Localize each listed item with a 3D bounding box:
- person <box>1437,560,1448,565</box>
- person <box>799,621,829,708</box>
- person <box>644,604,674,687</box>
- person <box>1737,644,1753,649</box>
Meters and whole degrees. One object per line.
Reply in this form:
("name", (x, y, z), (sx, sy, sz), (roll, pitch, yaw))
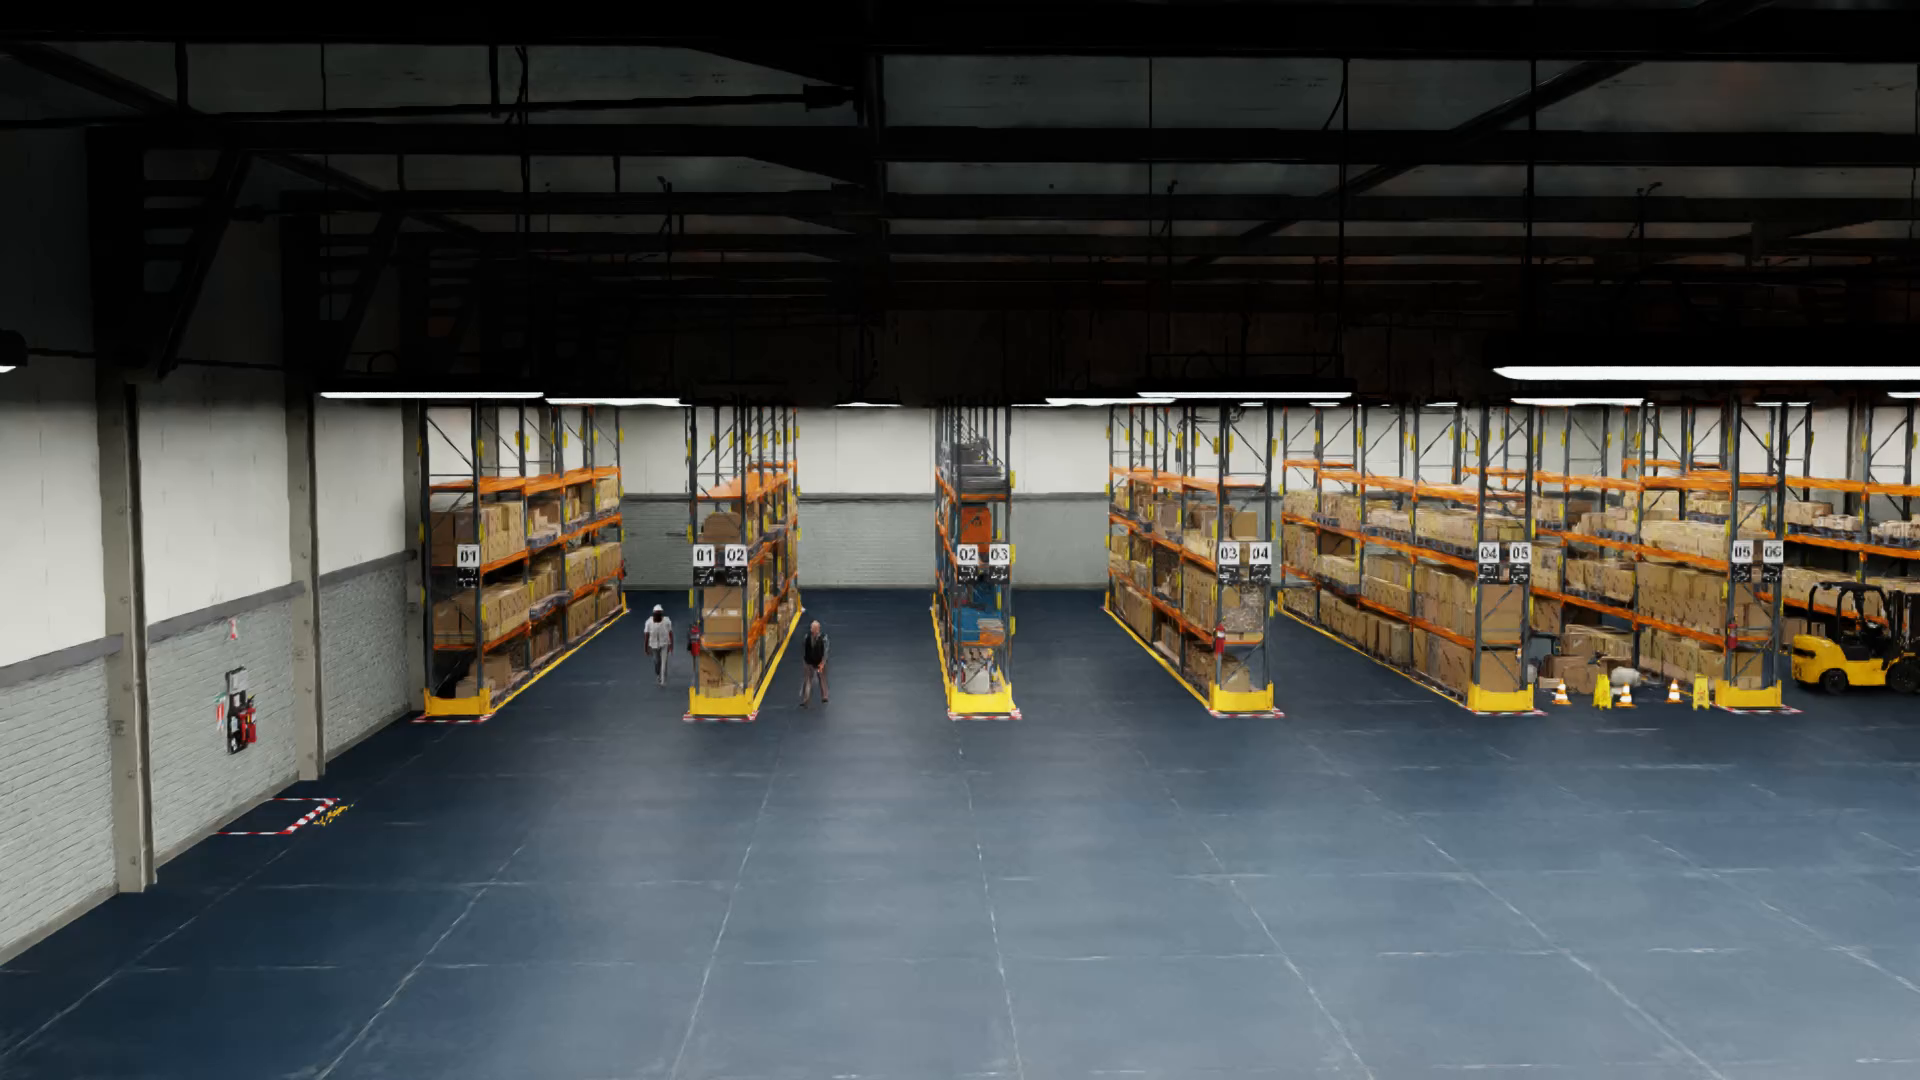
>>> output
("person", (14.596, 1.050, 50.189), (0.701, 1.460, 0.482), (-3, 5, -29))
("person", (-2.762, 2.371, 31.919), (0.539, 1.663, 1.033), (1, 5, 7))
("person", (-6.253, 2.160, 34.449), (0.577, 1.687, 1.121), (0, 4, 0))
("person", (18.117, 1.881, 38.558), (0.532, 1.588, 0.536), (2, 5, 24))
